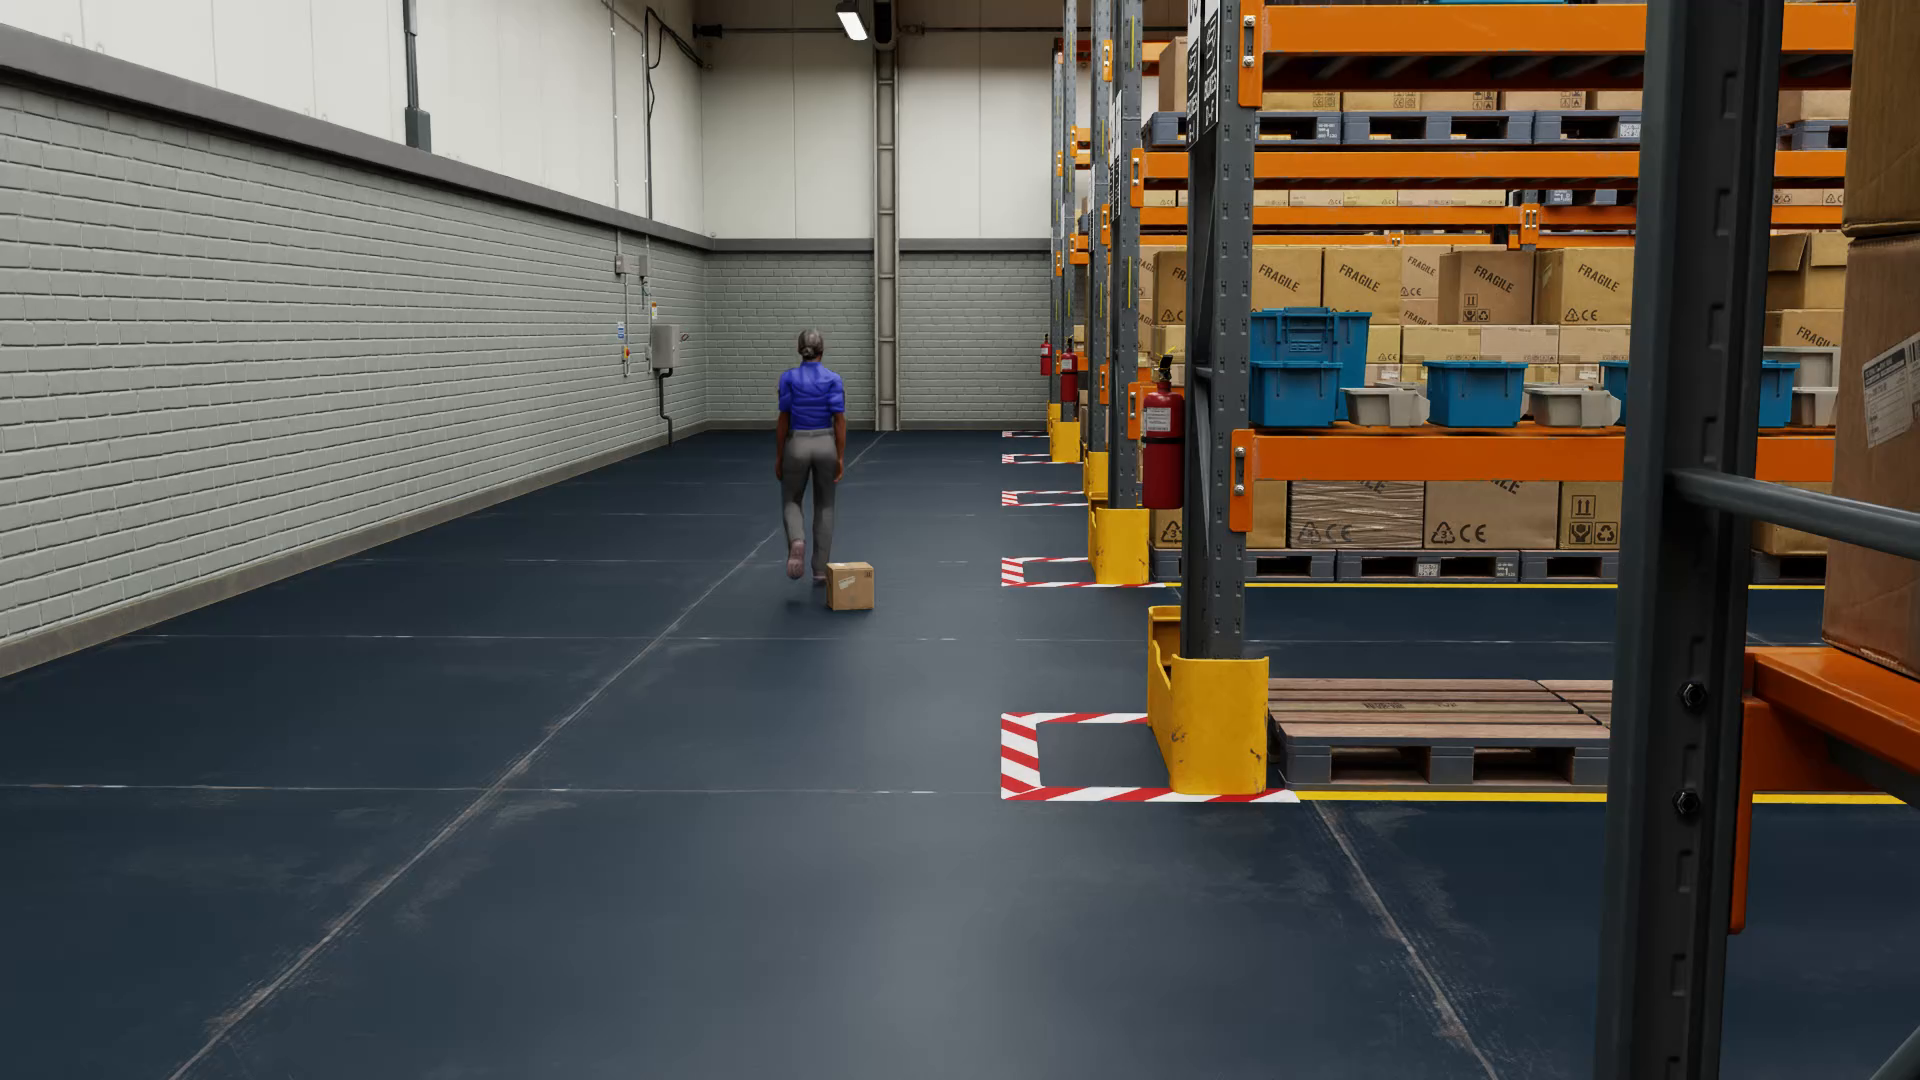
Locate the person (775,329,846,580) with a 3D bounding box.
[{"bbox_3d":[-0.967,-0.544,10.818,0.453,1.647,0.505,0,7,-3],"label":"person"}]
